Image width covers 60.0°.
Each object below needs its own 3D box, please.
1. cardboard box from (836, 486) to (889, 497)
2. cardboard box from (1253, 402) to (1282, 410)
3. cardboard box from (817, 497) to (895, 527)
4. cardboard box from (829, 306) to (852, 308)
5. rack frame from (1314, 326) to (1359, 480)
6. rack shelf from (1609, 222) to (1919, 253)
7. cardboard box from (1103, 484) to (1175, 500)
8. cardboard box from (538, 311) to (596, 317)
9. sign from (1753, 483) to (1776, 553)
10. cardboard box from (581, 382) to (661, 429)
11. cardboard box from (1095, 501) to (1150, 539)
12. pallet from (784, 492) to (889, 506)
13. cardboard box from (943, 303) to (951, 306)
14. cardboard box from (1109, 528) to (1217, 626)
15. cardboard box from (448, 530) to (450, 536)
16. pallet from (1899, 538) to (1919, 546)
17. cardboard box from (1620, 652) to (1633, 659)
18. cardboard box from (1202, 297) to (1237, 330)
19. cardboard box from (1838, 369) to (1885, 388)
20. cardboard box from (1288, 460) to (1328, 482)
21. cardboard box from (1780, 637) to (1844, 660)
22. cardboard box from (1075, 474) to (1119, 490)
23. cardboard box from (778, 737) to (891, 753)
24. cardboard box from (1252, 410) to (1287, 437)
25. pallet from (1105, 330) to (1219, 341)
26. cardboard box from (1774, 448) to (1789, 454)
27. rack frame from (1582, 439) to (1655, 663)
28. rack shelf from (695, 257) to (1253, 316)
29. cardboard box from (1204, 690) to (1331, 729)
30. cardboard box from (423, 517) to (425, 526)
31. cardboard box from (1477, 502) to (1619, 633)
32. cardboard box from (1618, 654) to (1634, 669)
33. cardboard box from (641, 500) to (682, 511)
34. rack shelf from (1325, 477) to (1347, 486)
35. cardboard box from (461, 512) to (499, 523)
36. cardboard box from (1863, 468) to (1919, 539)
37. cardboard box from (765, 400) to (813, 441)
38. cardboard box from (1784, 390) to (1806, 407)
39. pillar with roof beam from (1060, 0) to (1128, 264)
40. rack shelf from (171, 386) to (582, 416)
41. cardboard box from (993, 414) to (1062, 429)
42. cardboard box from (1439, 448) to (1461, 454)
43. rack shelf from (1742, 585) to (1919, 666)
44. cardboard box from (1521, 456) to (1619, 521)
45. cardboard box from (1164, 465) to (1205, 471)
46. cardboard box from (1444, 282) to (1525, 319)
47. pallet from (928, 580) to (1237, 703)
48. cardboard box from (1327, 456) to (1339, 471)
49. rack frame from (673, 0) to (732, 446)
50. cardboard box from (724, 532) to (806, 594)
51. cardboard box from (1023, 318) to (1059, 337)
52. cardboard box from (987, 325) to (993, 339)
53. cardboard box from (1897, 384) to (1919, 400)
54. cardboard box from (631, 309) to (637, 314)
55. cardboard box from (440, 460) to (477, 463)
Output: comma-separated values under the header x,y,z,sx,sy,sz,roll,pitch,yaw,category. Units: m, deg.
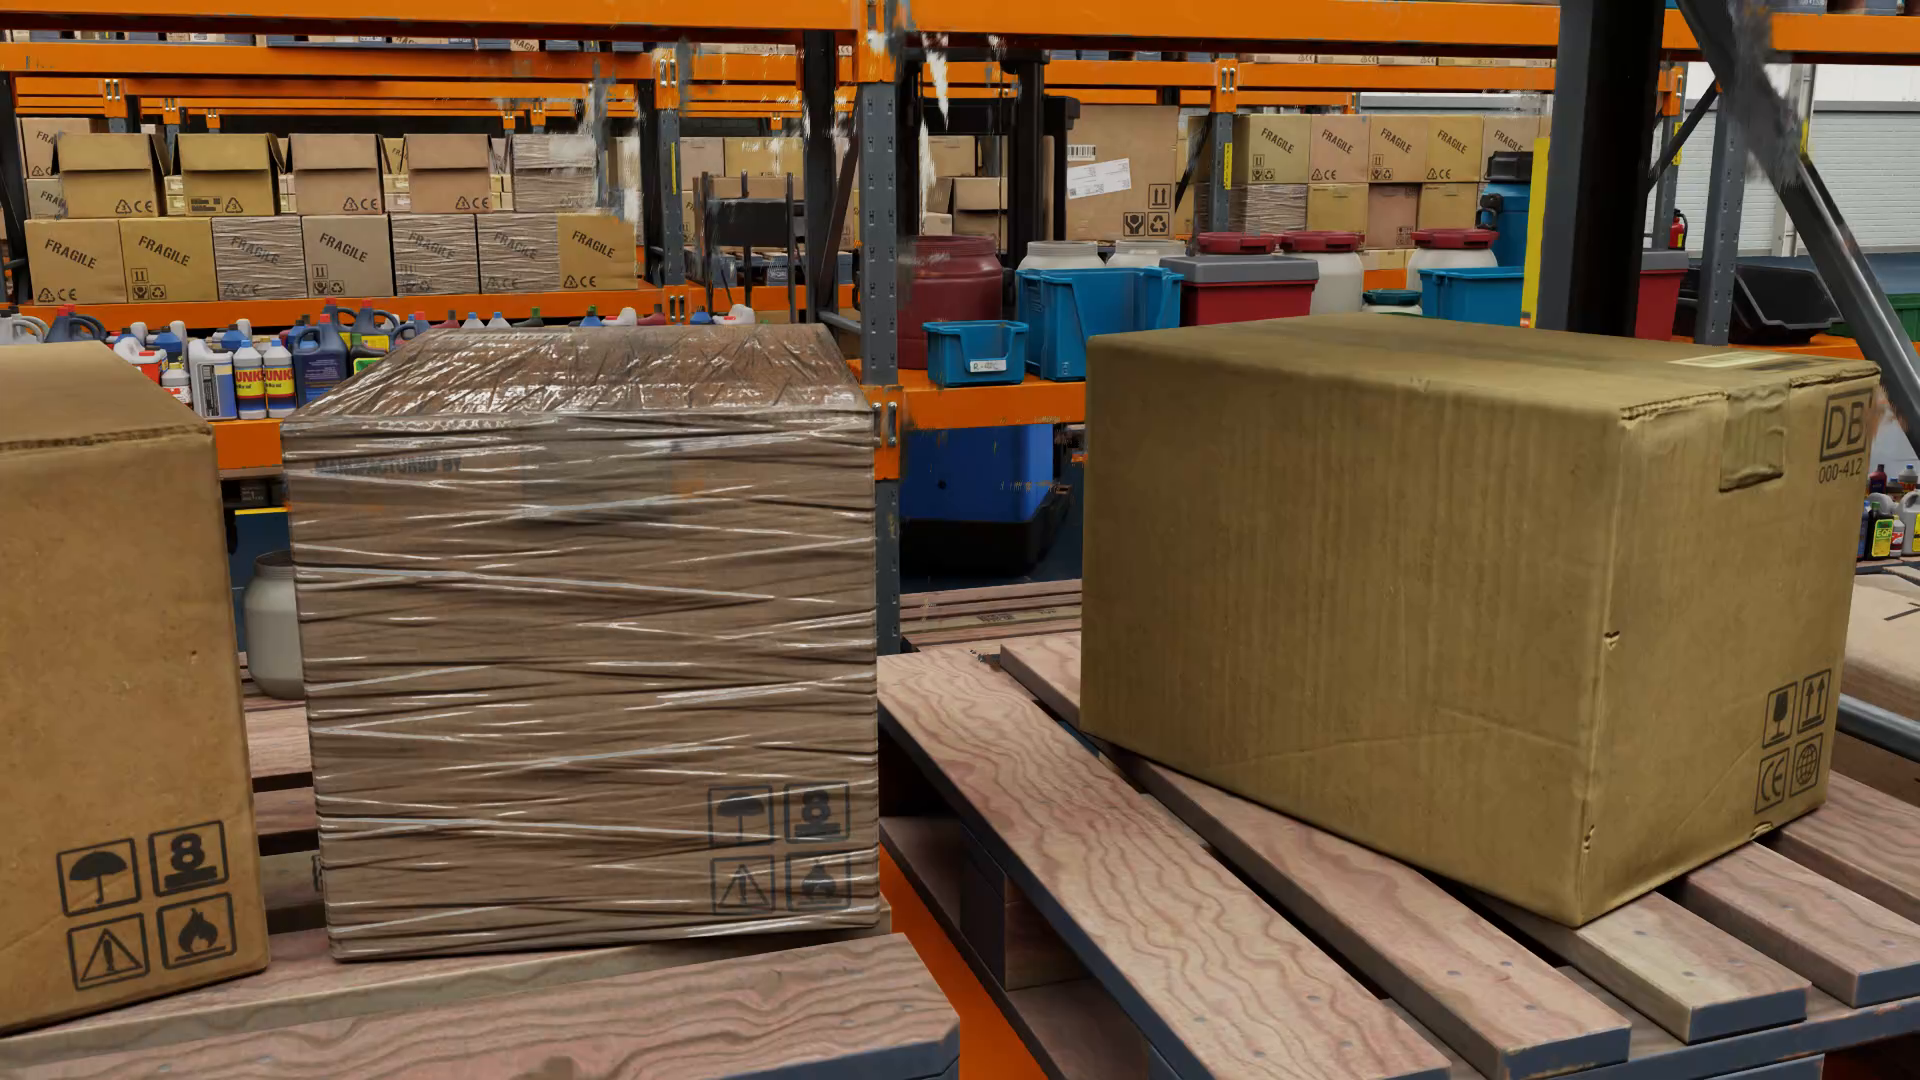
x,y,z,sx,sy,sz,roll,pitch,yaw,category
-8.272,-5.319,24.392,0.637,0.503,0.797,-5,14,-19,cardboard box
-4.733,-5.564,20.611,0.250,0.149,0.380,-4,14,-18,cardboard box
-7.667,-4.619,14.479,0.250,0.149,0.380,-5,14,-19,cardboard box
-8.403,-6.877,24.411,0.250,0.149,0.380,-5,14,-18,cardboard box
-2.993,-5.521,26.370,0.127,3.000,1.000,-4,14,-18,rack frame
0.489,-7.147,21.805,4.000,0.370,1.077,-4,14,-18,rack shelf
-5.743,-4.689,20.499,0.500,0.500,0.500,-5,14,-20,cardboard box
-10.977,-6.614,23.087,0.500,0.250,0.500,-4,14,-18,cardboard box
-3.352,-4.651,15.113,0.005,0.325,0.100,-4,14,-18,sign
-9.613,-5.605,18.905,0.500,0.500,0.500,-4,14,-17,cardboard box
-6.087,-4.537,19.858,0.500,0.500,0.500,-4,14,-17,cardboard box
-8.626,-4.988,24.544,1.213,0.211,1.003,-4,14,-18,pallet
-7.221,-6.984,24.859,0.250,0.149,0.380,-5,14,-20,cardboard box
-6.413,-4.403,14.474,0.500,0.311,0.500,-5,14,-19,cardboard box
-10.639,-4.498,18.292,0.250,0.149,0.380,-4,14,-18,cardboard box
-1.870,-4.569,16.294,1.213,0.211,1.003,-4,14,-15,pallet
-0.931,-3.766,22.408,0.500,0.500,0.500,-5,14,-19,cardboard box
-4.329,-7.026,25.286,0.500,0.311,0.500,-5,14,-20,cardboard box
0.541,-6.048,21.785,0.500,0.250,0.500,-4,14,-18,cardboard box
-3.387,-5.353,25.990,0.500,0.250,0.500,-4,14,-17,cardboard box
-2.615,-3.663,16.182,0.500,0.500,0.700,-5,14,-19,cardboard box
-5.807,-5.168,25.210,0.500,0.250,0.500,-5,14,-19,cardboard box
-7.819,-3.464,14.702,0.500,0.500,0.500,-4,14,-17,cardboard box
-4.844,-5.460,20.176,0.250,0.149,0.380,-4,14,-18,cardboard box
-5.110,-6.746,25.447,1.213,0.211,1.003,-4,14,-15,pallet
-0.429,-5.130,21.708,0.500,0.500,0.700,-4,14,-18,cardboard box
-1.406,-4.432,21.795,0.127,3.000,1.000,-4,14,-18,rack frame
-7.093,-6.364,19.368,4.000,0.370,1.077,-4,14,-18,rack shelf
-4.659,-3.103,20.975,0.625,0.372,0.950,-5,14,-22,cardboard box
-12.415,-4.799,23.017,0.500,0.250,0.500,-5,14,-20,cardboard box
-4.453,-4.429,15.083,0.500,0.500,0.500,-4,14,-18,cardboard box
-0.932,-3.402,22.495,0.500,0.250,0.500,-4,14,-16,cardboard box
-9.370,-4.726,19.251,0.250,0.149,0.380,-5,14,-19,cardboard box
-4.888,-5.023,25.833,4.000,0.370,1.077,-4,14,-18,rack shelf
-10.565,-4.621,18.809,0.250,0.149,0.380,-5,14,-18,cardboard box
-2.292,-4.740,15.808,0.500,0.250,0.500,-4,14,-17,cardboard box
-8.403,-5.400,18.765,0.258,0.266,0.396,-5,14,-19,cardboard box
-0.060,-5.815,21.669,0.250,0.149,0.380,-5,14,-20,cardboard box
-4.463,-7.494,21.701,0.400,9.000,9.100,-4,14,-18,pillar with roof beam
-12.471,-5.892,23.003,4.000,0.370,1.077,-4,14,-18,rack shelf
-6.775,-5.656,19.332,0.500,0.500,0.500,-4,14,-18,cardboard box
-1.521,-5.624,26.591,0.500,0.500,0.500,-5,14,-19,cardboard box
-1.627,-4.316,16.377,4.000,0.370,1.077,-4,14,-18,rack shelf
-4.305,-4.811,15.035,0.258,0.266,0.396,-4,14,-18,cardboard box
-4.833,-5.489,25.483,0.500,0.250,0.500,-4,14,-17,cardboard box
-1.113,-7.404,26.458,0.637,0.503,0.797,-4,14,-16,cardboard box
-6.695,-4.154,14.547,1.003,0.211,1.213,-4,14,-18,pallet
-2.653,-5.662,26.747,0.500,0.500,0.500,-5,14,-18,cardboard box
-8.988,-6.760,18.618,0.127,3.000,1.000,-4,14,-18,rack frame
-7.988,-4.455,13.791,0.250,0.149,0.380,-4,14,-18,cardboard box
-6.357,-6.783,24.577,0.250,0.166,0.380,-4,14,-18,cardboard box
-7.043,-6.727,24.421,0.250,0.149,0.380,-4,14,-17,cardboard box
1.166,-5.906,22.052,0.250,0.149,0.380,-5,14,-19,cardboard box
-10.307,-6.904,23.586,0.258,0.266,0.396,-5,14,-19,cardboard box
-12.071,-5.315,23.567,0.500,0.500,0.500,-5,14,-20,cardboard box
